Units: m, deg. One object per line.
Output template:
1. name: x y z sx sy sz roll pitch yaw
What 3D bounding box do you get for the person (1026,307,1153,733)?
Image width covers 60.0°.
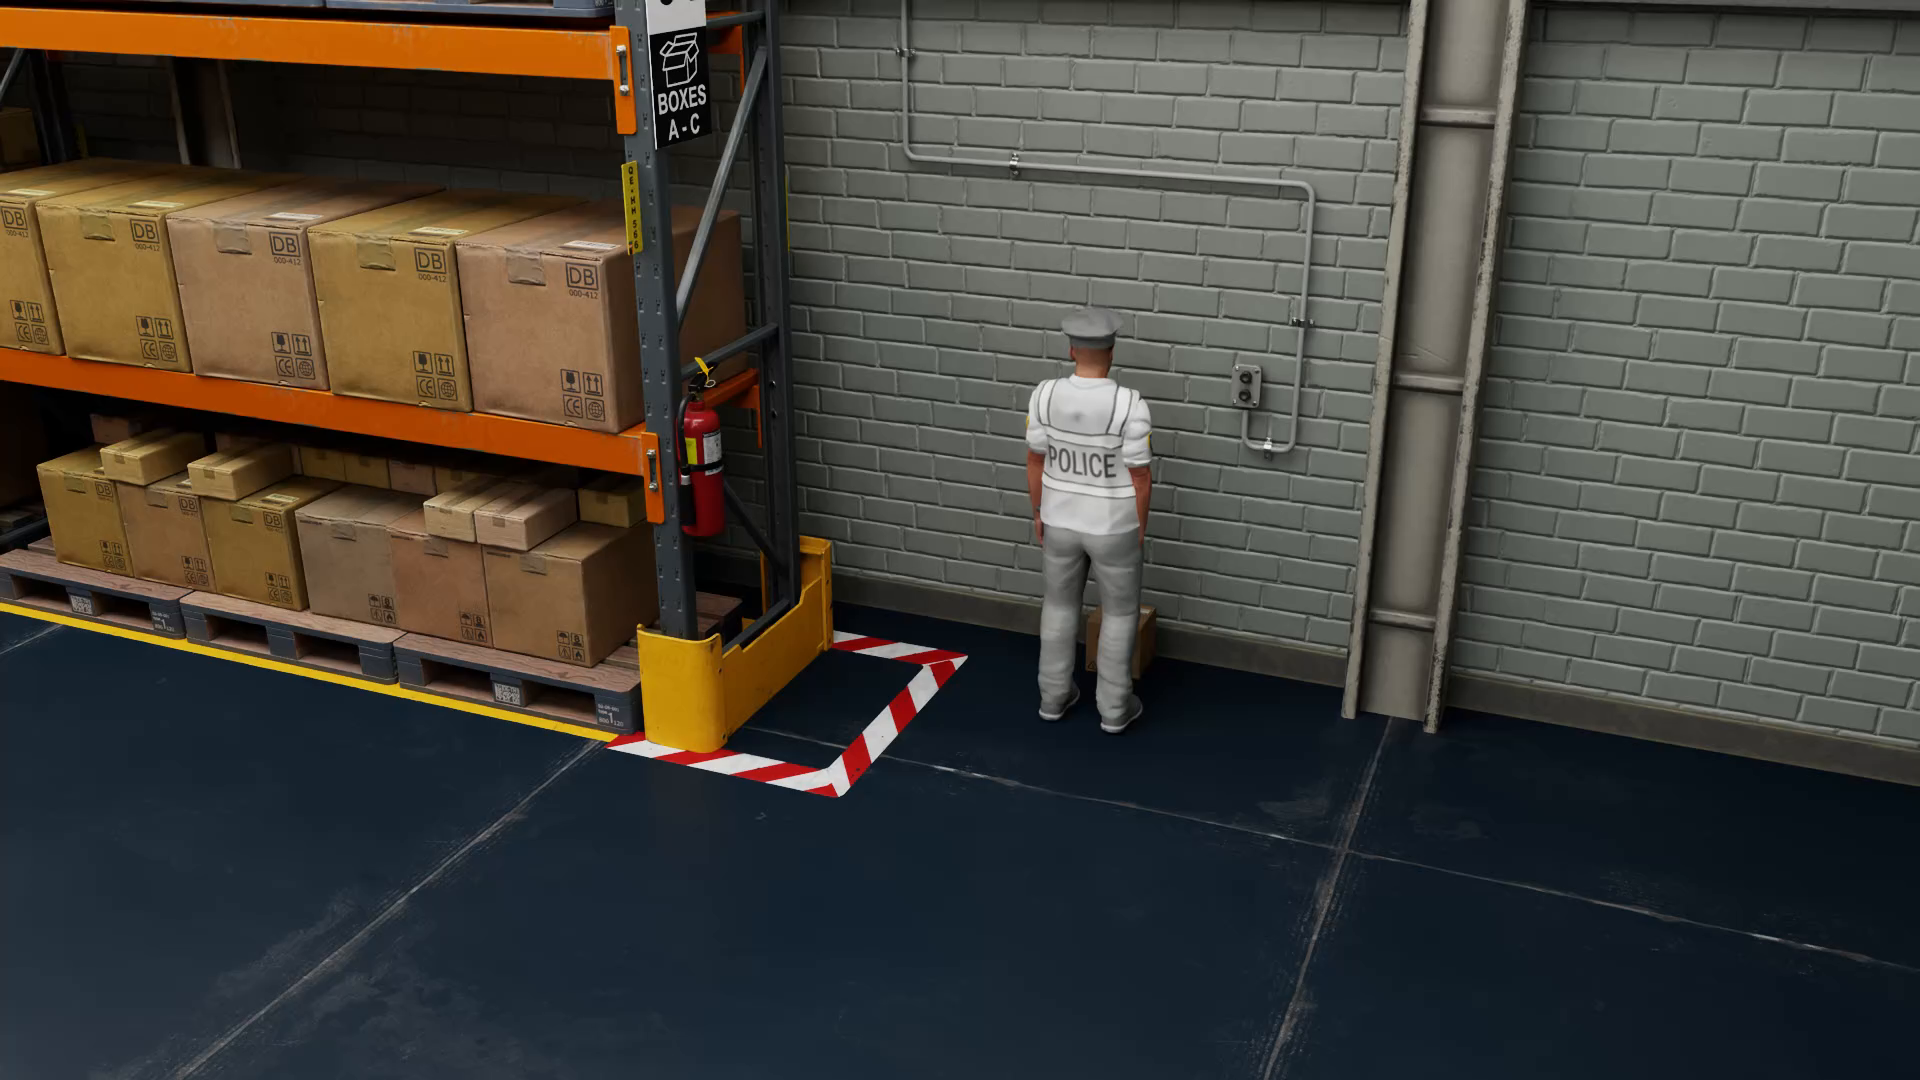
1. person: 0.529 -0.071 6.772 0.528 1.746 0.393 9 24 21
